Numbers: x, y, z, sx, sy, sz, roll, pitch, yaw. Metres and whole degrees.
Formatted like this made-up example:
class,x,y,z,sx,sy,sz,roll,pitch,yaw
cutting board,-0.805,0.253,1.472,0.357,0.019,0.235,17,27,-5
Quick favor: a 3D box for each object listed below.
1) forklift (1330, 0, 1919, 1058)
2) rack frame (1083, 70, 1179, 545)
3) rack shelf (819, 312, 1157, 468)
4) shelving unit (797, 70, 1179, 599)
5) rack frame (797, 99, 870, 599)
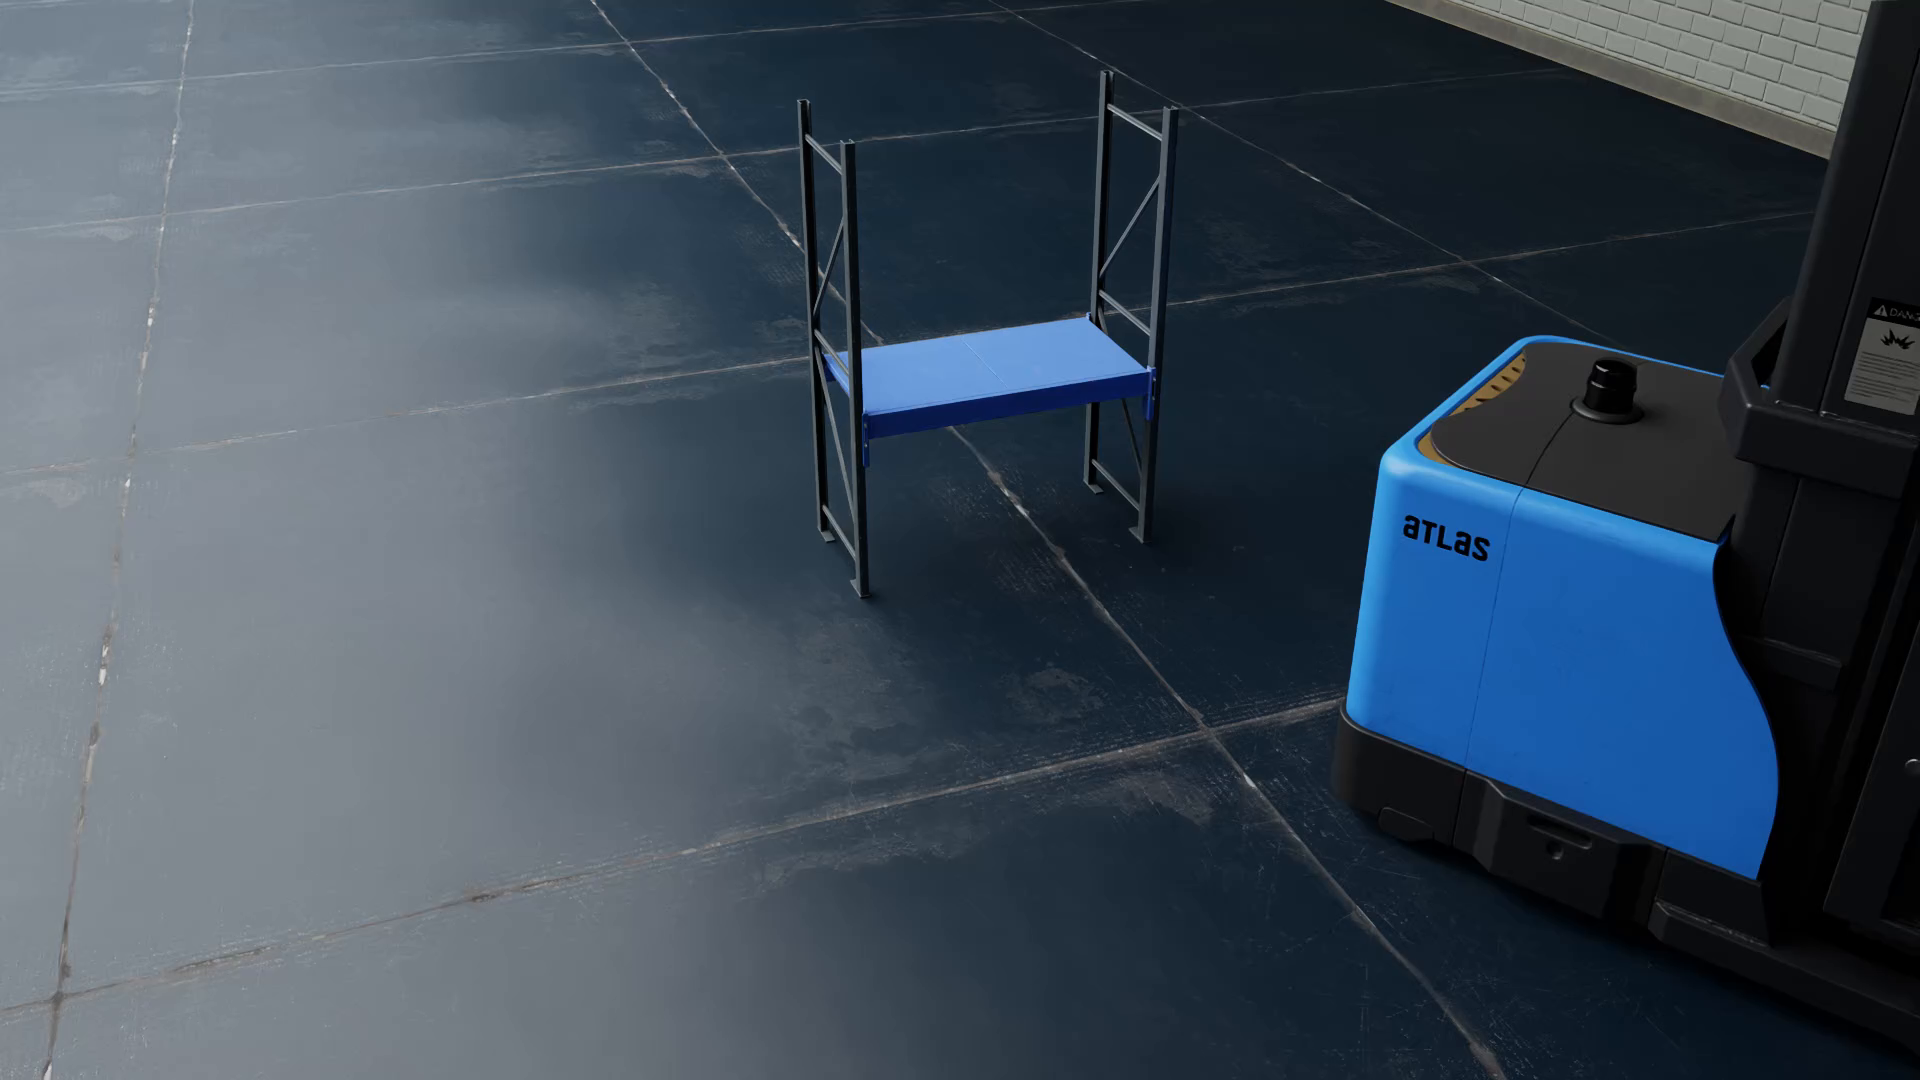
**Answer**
class,x,y,z,sx,sy,sz,roll,pitch,yaw
forklift,2.473,-0.297,3.310,3.031,2.935,1.130,21,36,32
rack frame,0.556,-0.754,5.559,0.032,1.500,0.500,-10,31,-18
rack shelf,0.080,-0.510,5.494,1.000,0.185,0.538,-10,31,-18
shelving unit,0.080,-0.666,5.405,1.048,1.500,0.538,-10,31,-18
rack frame,-0.396,-0.579,5.251,0.032,1.500,0.500,-10,31,-18
